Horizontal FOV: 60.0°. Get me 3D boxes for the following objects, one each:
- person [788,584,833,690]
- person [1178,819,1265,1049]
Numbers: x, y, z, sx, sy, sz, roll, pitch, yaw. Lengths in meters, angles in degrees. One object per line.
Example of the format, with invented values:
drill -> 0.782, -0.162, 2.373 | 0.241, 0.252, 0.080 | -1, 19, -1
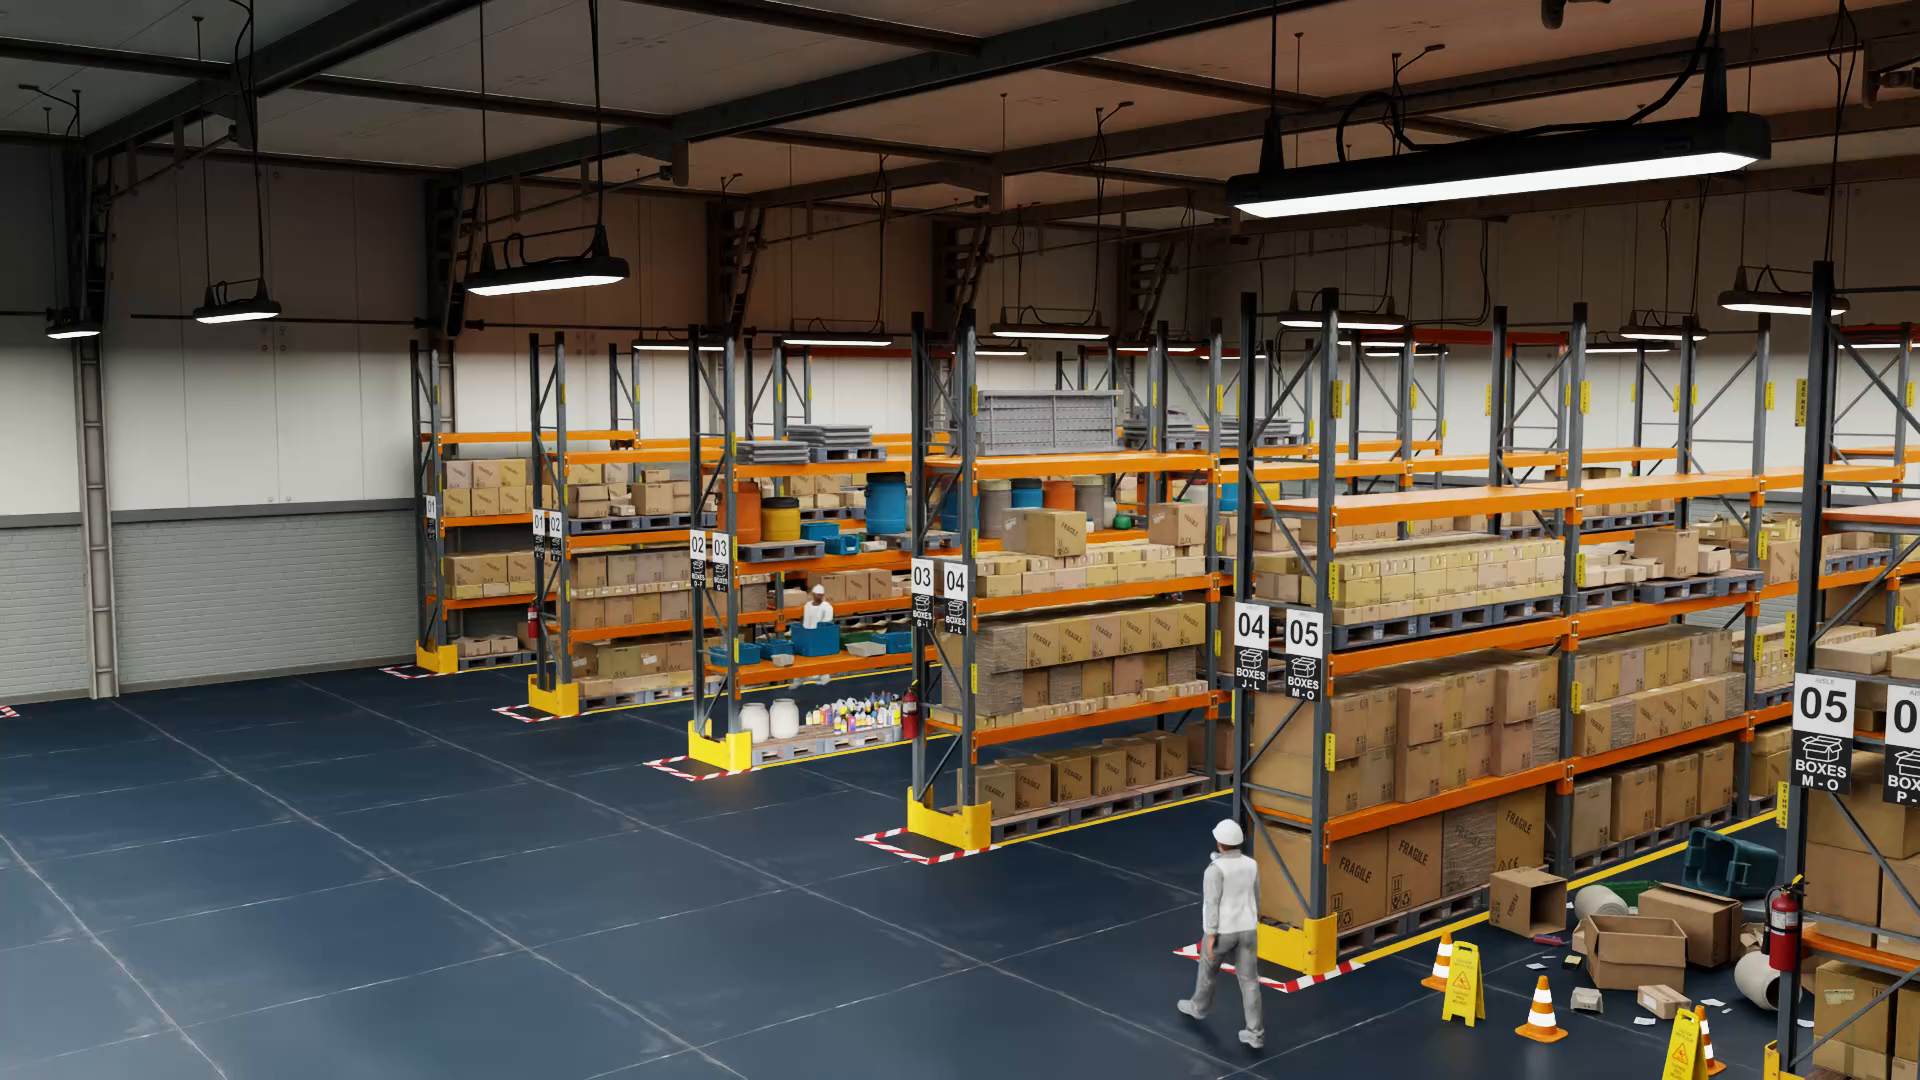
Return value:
person -> -2.442, 1.573, 27.127 | 0.600, 1.665, 0.779 | 3, 6, 27
person -> 2.137, 3.064, 13.240 | 0.569, 1.706, 1.029 | -2, 6, -19
